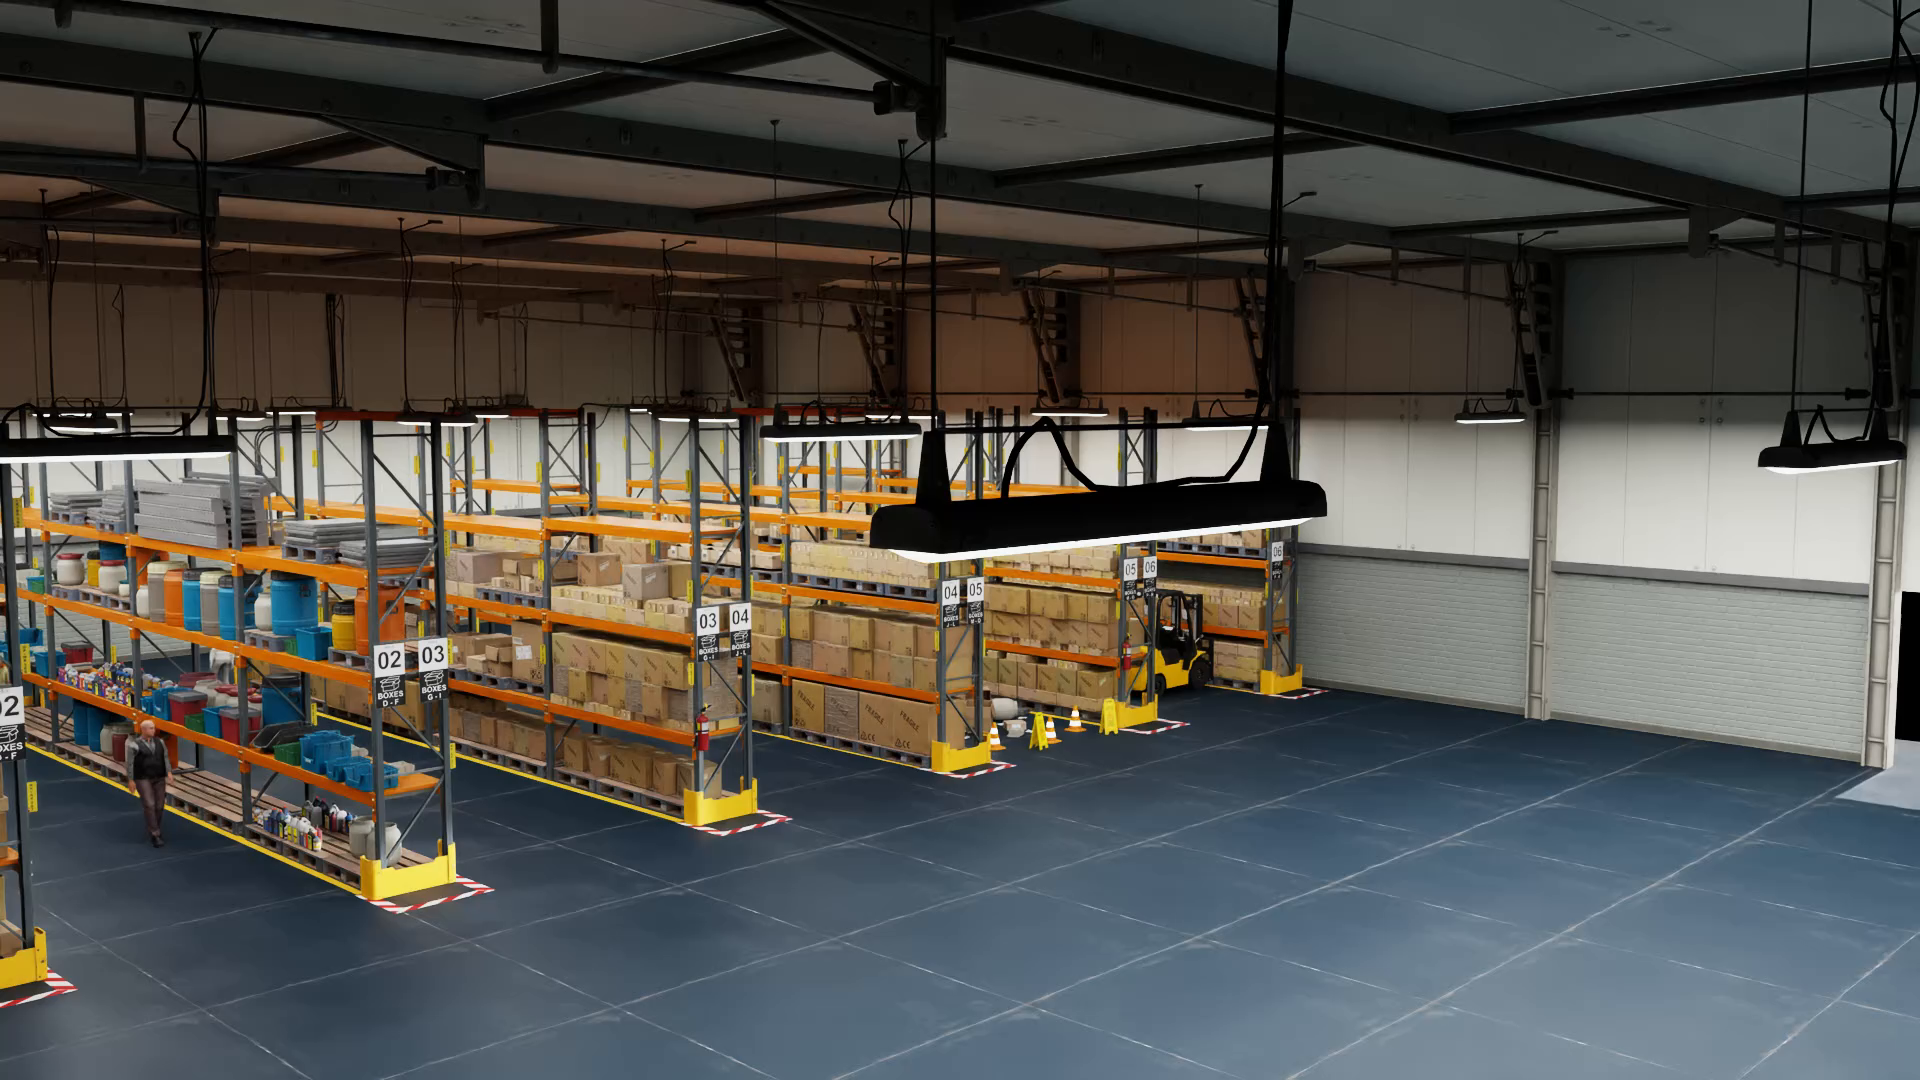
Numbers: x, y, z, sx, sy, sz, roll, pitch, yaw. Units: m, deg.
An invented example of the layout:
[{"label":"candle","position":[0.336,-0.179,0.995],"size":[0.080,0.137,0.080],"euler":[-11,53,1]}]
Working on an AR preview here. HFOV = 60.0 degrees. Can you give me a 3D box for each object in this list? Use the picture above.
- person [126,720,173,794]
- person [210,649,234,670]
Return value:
[{"label":"person","position":[-11.433,3.060,23.481],"size":[0.464,1.011,0.570],"euler":[4,6,36]},{"label":"person","position":[-15.046,2.163,33.857],"size":[0.332,1.010,0.480],"euler":[5,7,43]}]
